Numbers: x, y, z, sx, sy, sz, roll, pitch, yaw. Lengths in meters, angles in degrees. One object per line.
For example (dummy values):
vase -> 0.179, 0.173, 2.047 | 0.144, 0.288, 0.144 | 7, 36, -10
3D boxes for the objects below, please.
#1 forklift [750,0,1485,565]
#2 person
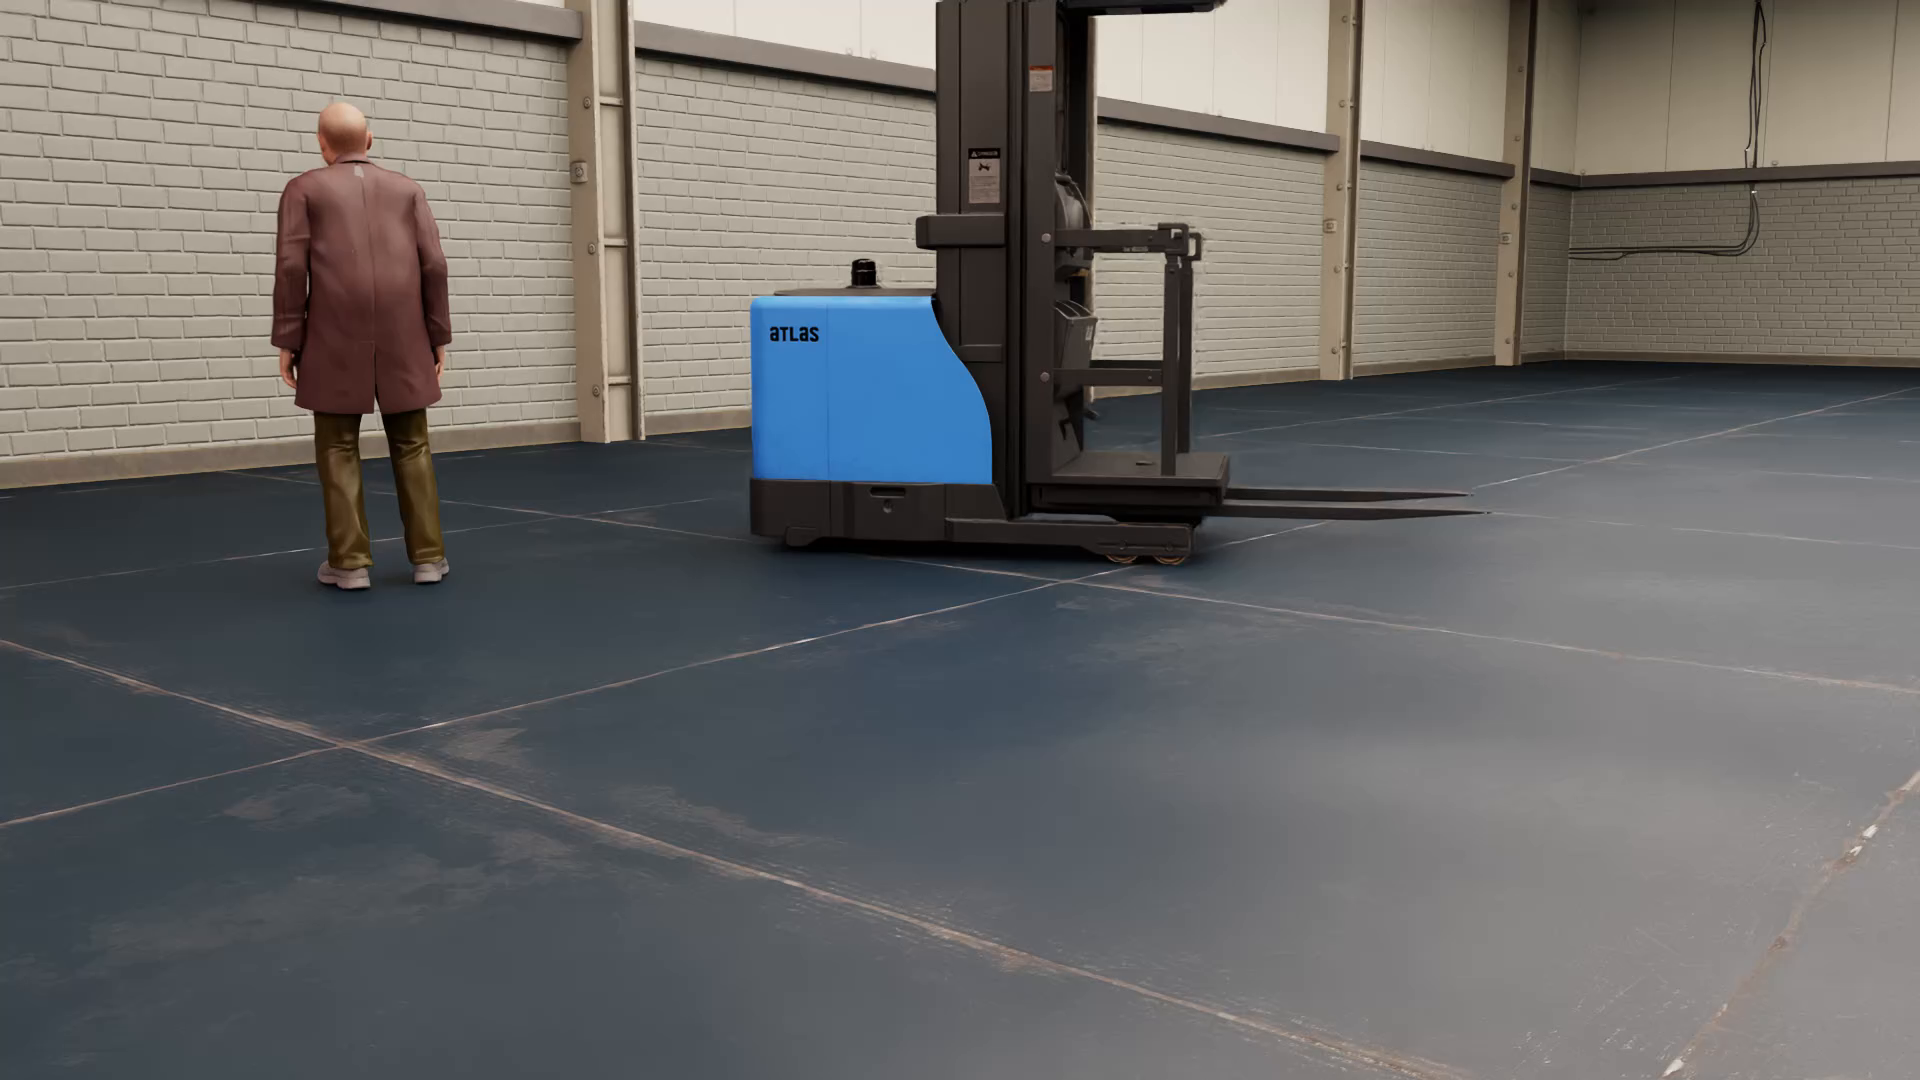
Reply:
forklift -> 0.673, -1.431, 7.063 | 3.031, 2.935, 1.130 | 2, 8, 11
person -> -2.210, -0.714, 6.163 | 0.646, 1.772, 0.430 | -5, 10, -31
